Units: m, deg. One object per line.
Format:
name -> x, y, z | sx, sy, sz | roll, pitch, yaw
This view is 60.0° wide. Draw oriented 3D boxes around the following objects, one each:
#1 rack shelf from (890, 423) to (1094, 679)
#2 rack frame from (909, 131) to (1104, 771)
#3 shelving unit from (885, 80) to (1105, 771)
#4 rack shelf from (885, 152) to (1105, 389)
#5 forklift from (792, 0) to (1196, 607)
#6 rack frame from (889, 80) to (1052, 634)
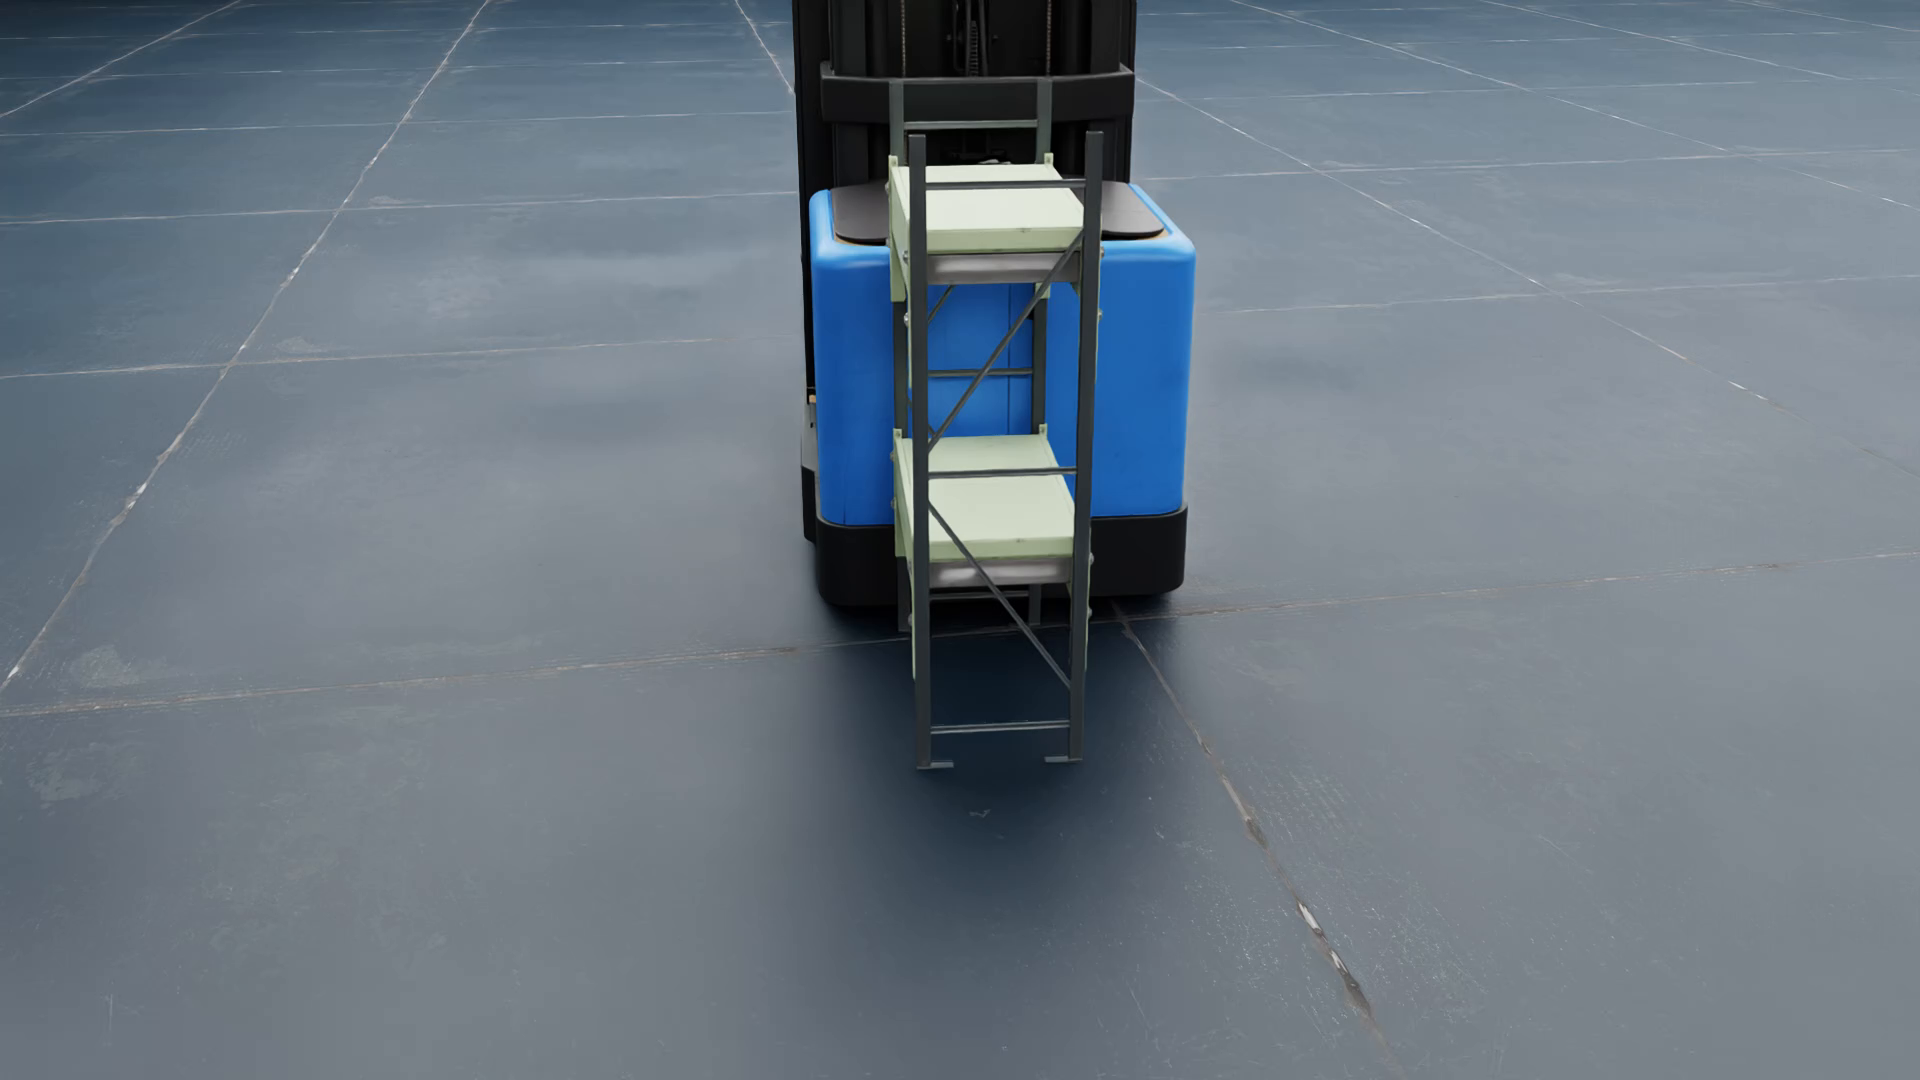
rack shelf -> 0.061, 0.007, 4.174 | 0.431, 0.370, 0.720 | -2, 24, -5
rack frame -> 0.095, -0.146, 3.710 | 0.400, 1.500, 0.023 | -2, 24, -5
shelving unit -> 0.061, -0.292, 4.044 | 0.431, 1.500, 0.755 | -2, 24, -5
rack shelf -> 0.061, -0.649, 3.888 | 0.431, 0.370, 0.720 | -2, 24, -5
forklift -> -0.010, -1.710, 5.503 | 1.130, 2.935, 3.031 | -2, 24, -5
rack frame -> 0.026, -0.437, 4.378 | 0.400, 1.500, 0.023 | -2, 24, -5
